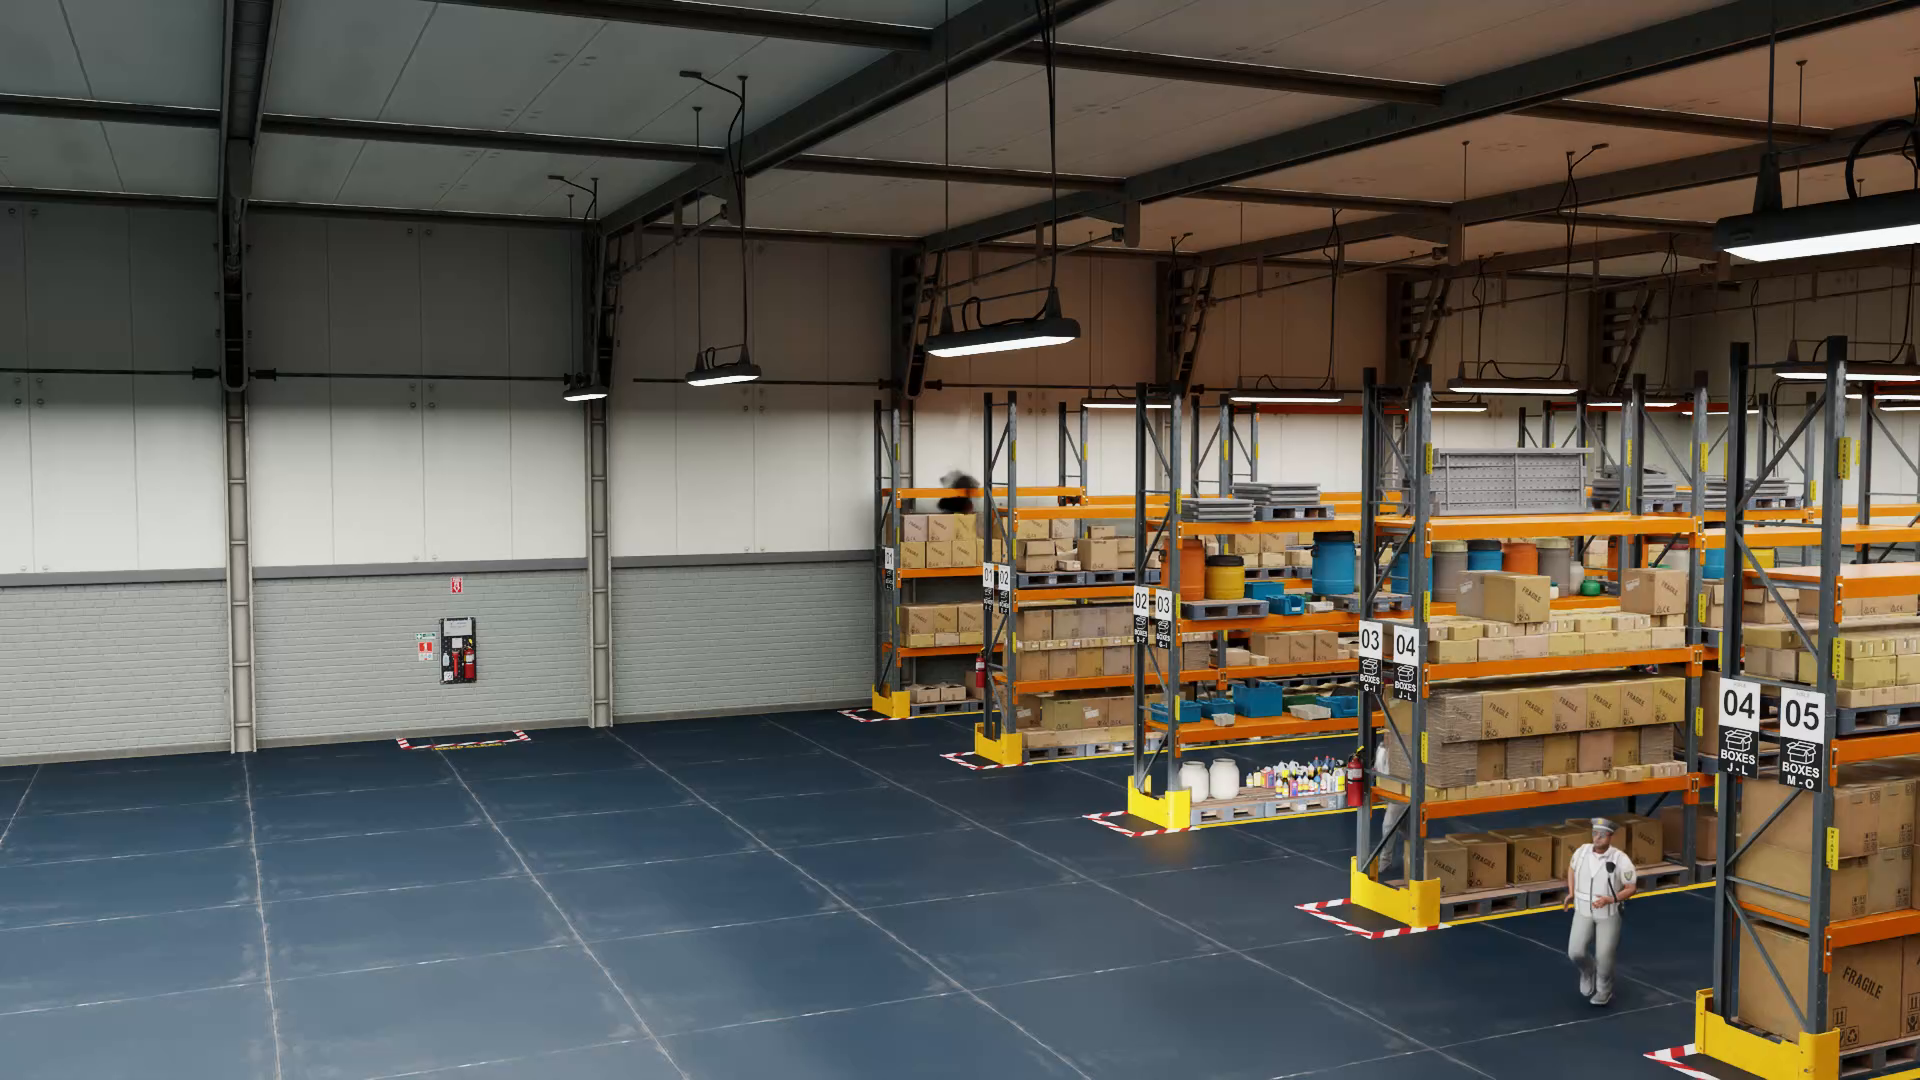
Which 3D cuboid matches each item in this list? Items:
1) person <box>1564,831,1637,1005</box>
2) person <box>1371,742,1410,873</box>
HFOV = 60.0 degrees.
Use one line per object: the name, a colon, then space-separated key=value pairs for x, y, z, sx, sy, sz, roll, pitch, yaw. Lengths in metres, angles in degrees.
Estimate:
person: x=5.822 y=3.428 z=15.219 sx=0.659 sy=1.679 sz=0.583 roll=3 pitch=4 yaw=38
person: x=5.315 y=3.203 z=20.241 sx=0.882 sy=1.583 sz=0.610 roll=-1 pitch=4 yaw=-24
